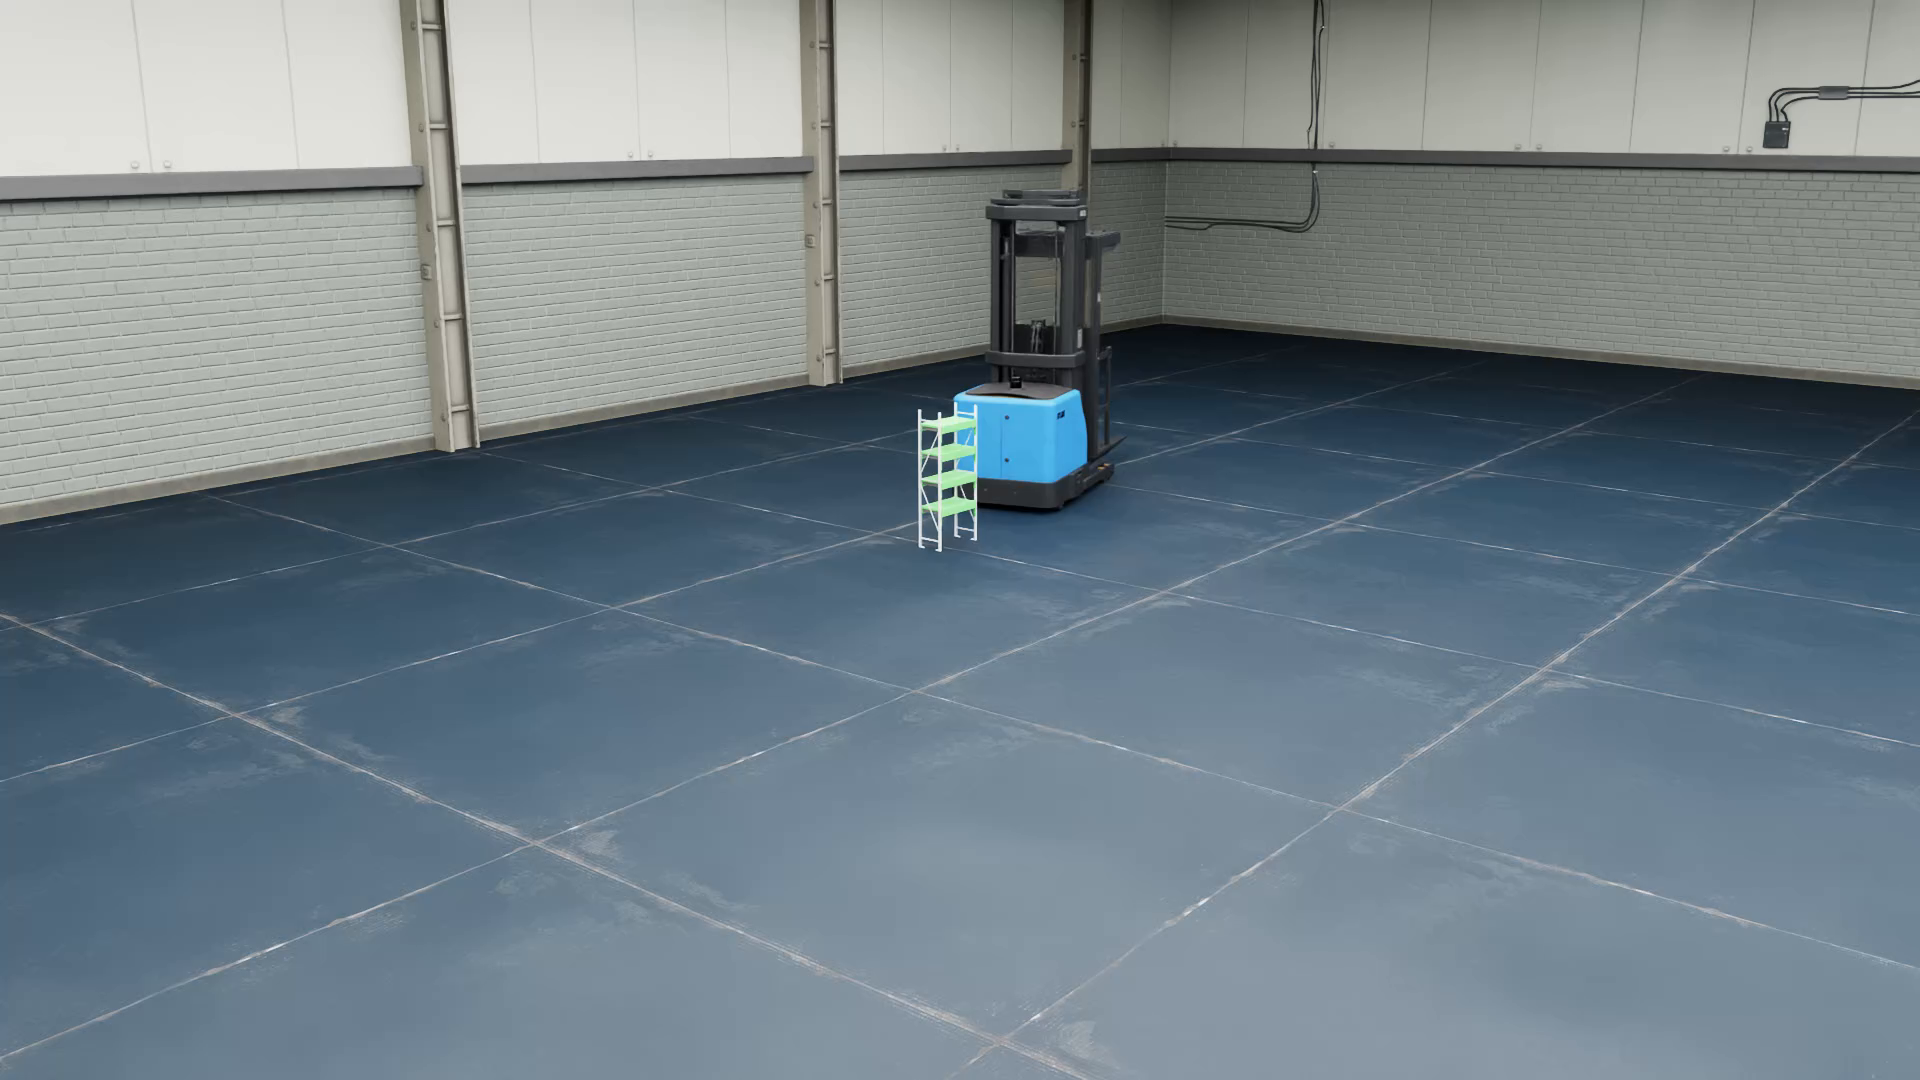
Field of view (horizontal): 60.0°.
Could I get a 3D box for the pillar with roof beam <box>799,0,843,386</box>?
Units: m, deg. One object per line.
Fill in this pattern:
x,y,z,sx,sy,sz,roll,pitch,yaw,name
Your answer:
1.468,-5.881,19.496,9.100,9.000,0.400,11,18,38,pillar with roof beam

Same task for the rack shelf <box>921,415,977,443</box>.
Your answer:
-0.104,-0.953,14.248,0.258,0.148,0.480,11,18,38,rack shelf

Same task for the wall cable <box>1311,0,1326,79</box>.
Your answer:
6.874,-8.580,26.170,3.097,2.526,0.112,11,18,38,wall cable

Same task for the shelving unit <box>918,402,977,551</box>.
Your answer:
-0.104,-0.550,14.350,0.258,1.200,0.503,11,18,38,shelving unit

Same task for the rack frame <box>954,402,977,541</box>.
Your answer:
0.049,-0.597,14.534,0.240,1.200,0.015,11,18,38,rack frame

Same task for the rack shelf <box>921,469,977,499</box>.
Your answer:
-0.104,-0.488,14.366,0.258,0.148,0.480,11,18,38,rack shelf

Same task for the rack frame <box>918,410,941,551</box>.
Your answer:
-0.257,-0.503,14.166,0.240,1.200,0.015,11,18,38,rack frame

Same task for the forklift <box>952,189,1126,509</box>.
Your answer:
0.943,-2.032,16.668,1.130,2.935,3.031,6,15,21,forklift

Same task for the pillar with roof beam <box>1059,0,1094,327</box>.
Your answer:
5.239,-7.030,24.019,9.100,9.000,0.400,11,18,38,pillar with roof beam

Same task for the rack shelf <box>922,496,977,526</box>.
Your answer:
-0.104,-0.255,14.425,0.258,0.148,0.480,11,18,38,rack shelf

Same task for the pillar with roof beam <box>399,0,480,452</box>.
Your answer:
-2.304,-4.732,14.973,9.100,9.000,0.400,11,18,38,pillar with roof beam

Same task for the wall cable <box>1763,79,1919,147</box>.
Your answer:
12.144,-8.232,21.843,2.305,6.003,0.169,11,18,38,wall cable

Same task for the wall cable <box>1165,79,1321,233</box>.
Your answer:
4.770,-6.551,28.439,3.097,2.526,0.112,11,18,38,wall cable

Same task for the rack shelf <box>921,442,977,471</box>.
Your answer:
-0.104,-0.721,14.307,0.258,0.148,0.480,11,18,38,rack shelf
